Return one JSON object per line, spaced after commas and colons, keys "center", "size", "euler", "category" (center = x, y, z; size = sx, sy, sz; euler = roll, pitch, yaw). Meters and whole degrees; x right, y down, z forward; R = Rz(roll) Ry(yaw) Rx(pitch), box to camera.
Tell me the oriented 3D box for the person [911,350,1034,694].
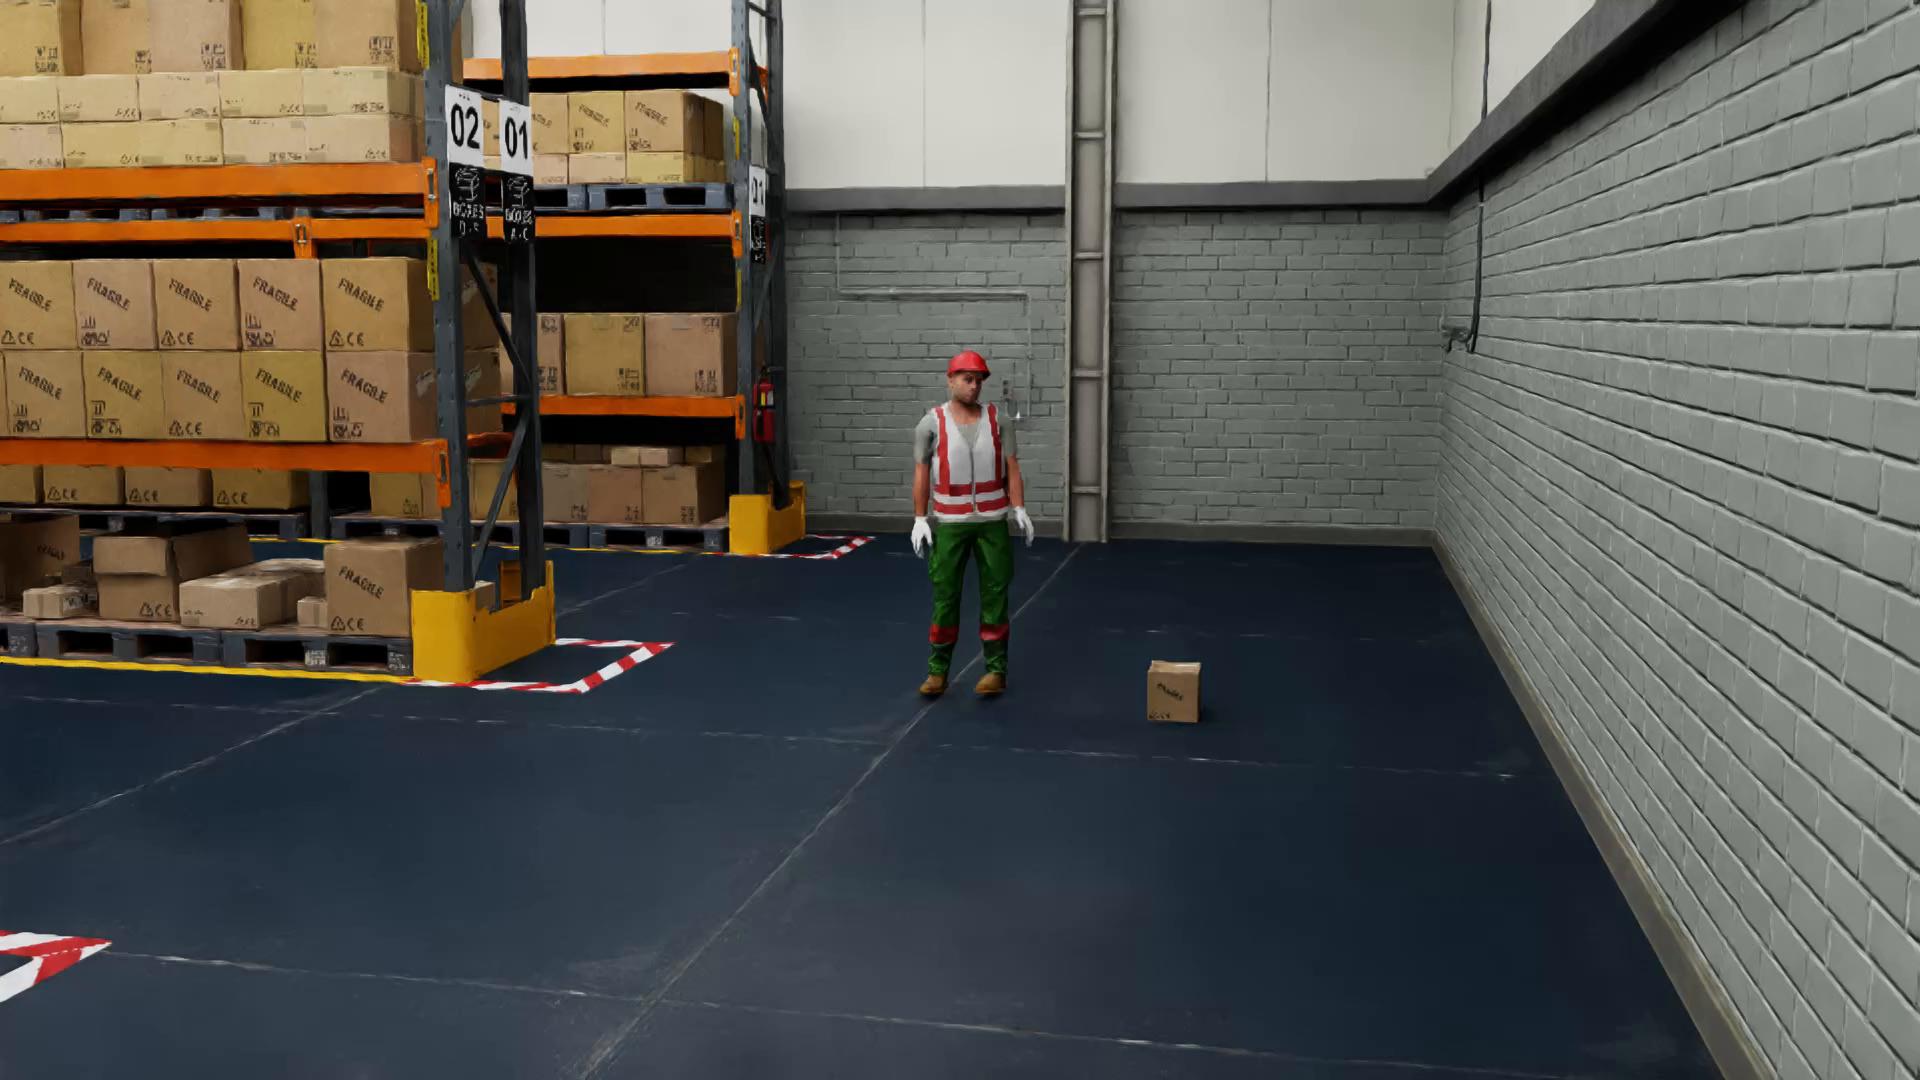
{"center": [0.061, -0.088, 8.679], "size": [0.629, 1.795, 0.382], "euler": [-1, 8, -7], "category": "person"}
